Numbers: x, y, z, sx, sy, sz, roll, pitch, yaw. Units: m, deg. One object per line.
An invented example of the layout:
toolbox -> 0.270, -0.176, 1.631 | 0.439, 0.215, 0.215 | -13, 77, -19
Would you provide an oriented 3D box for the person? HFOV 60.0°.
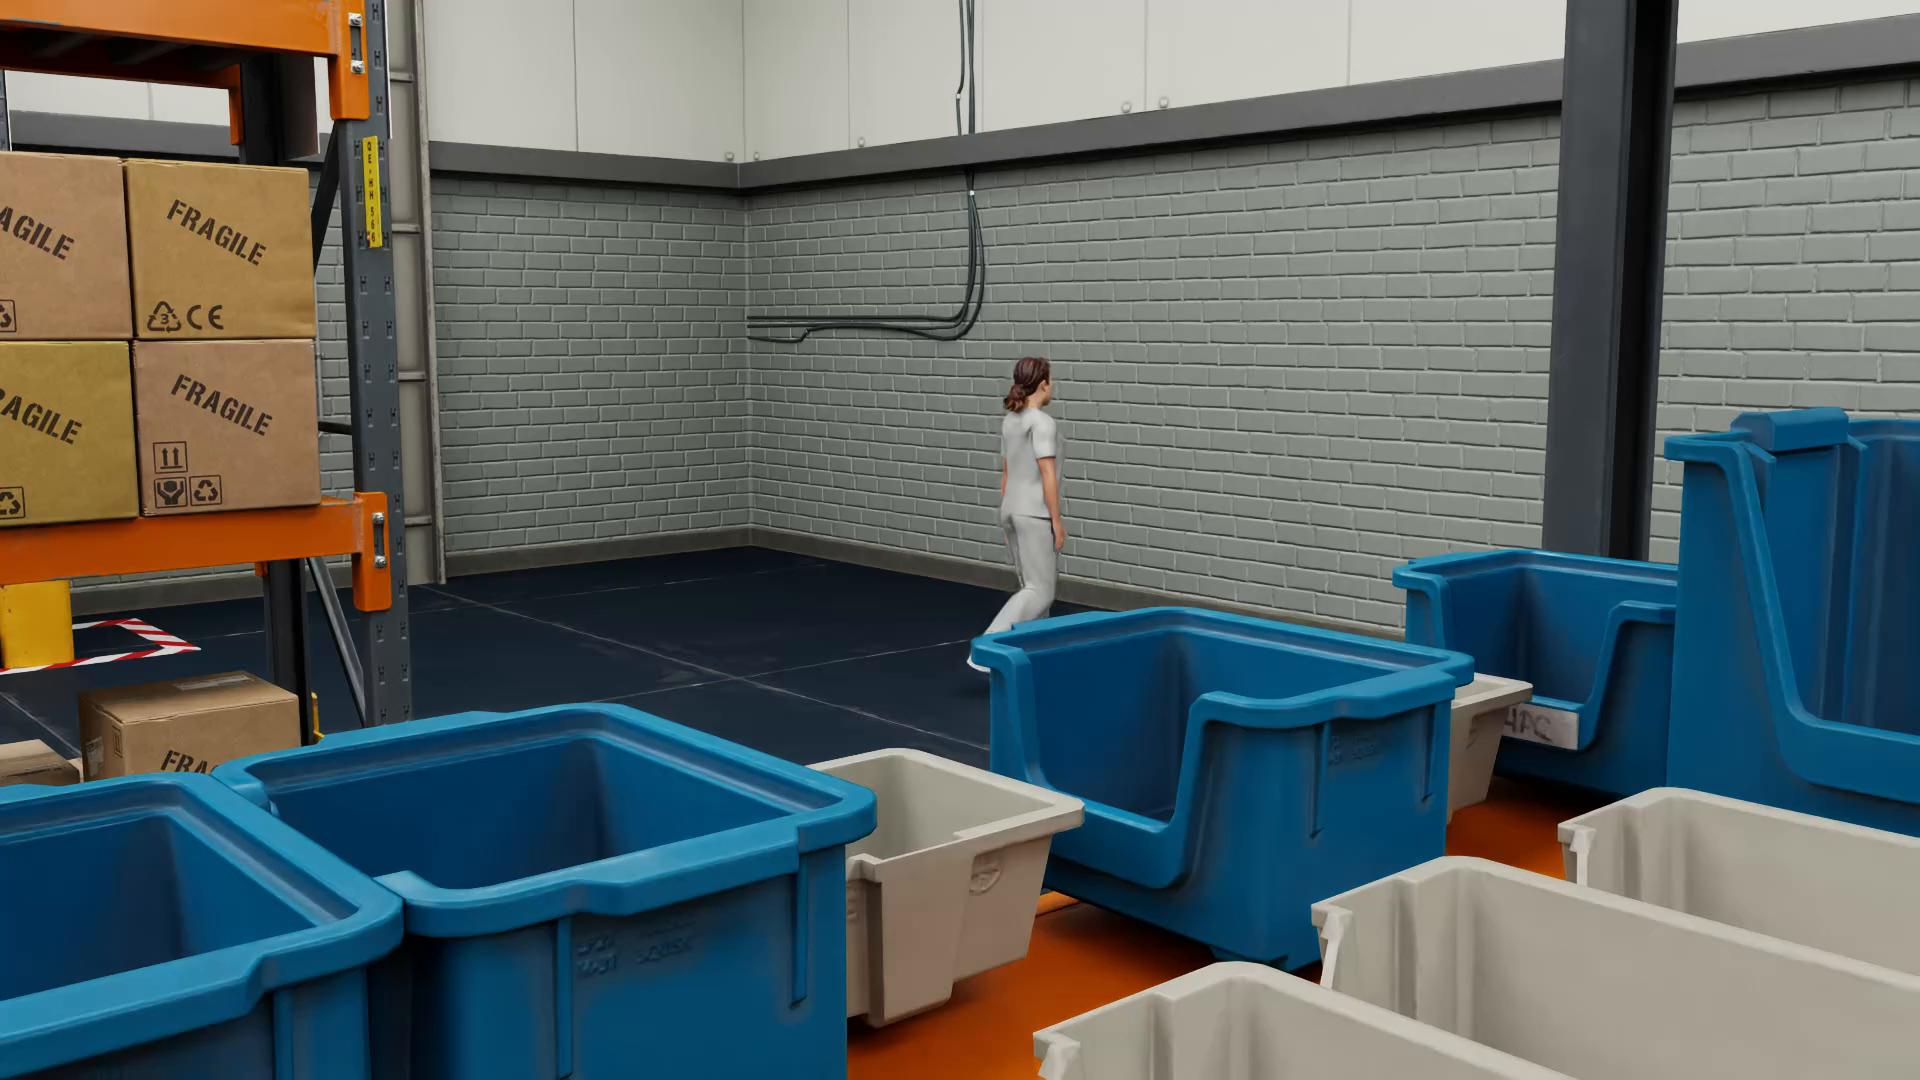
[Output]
person -> 0.322, -0.085, 8.447 | 0.681, 1.674, 0.460 | -3, 8, -25
